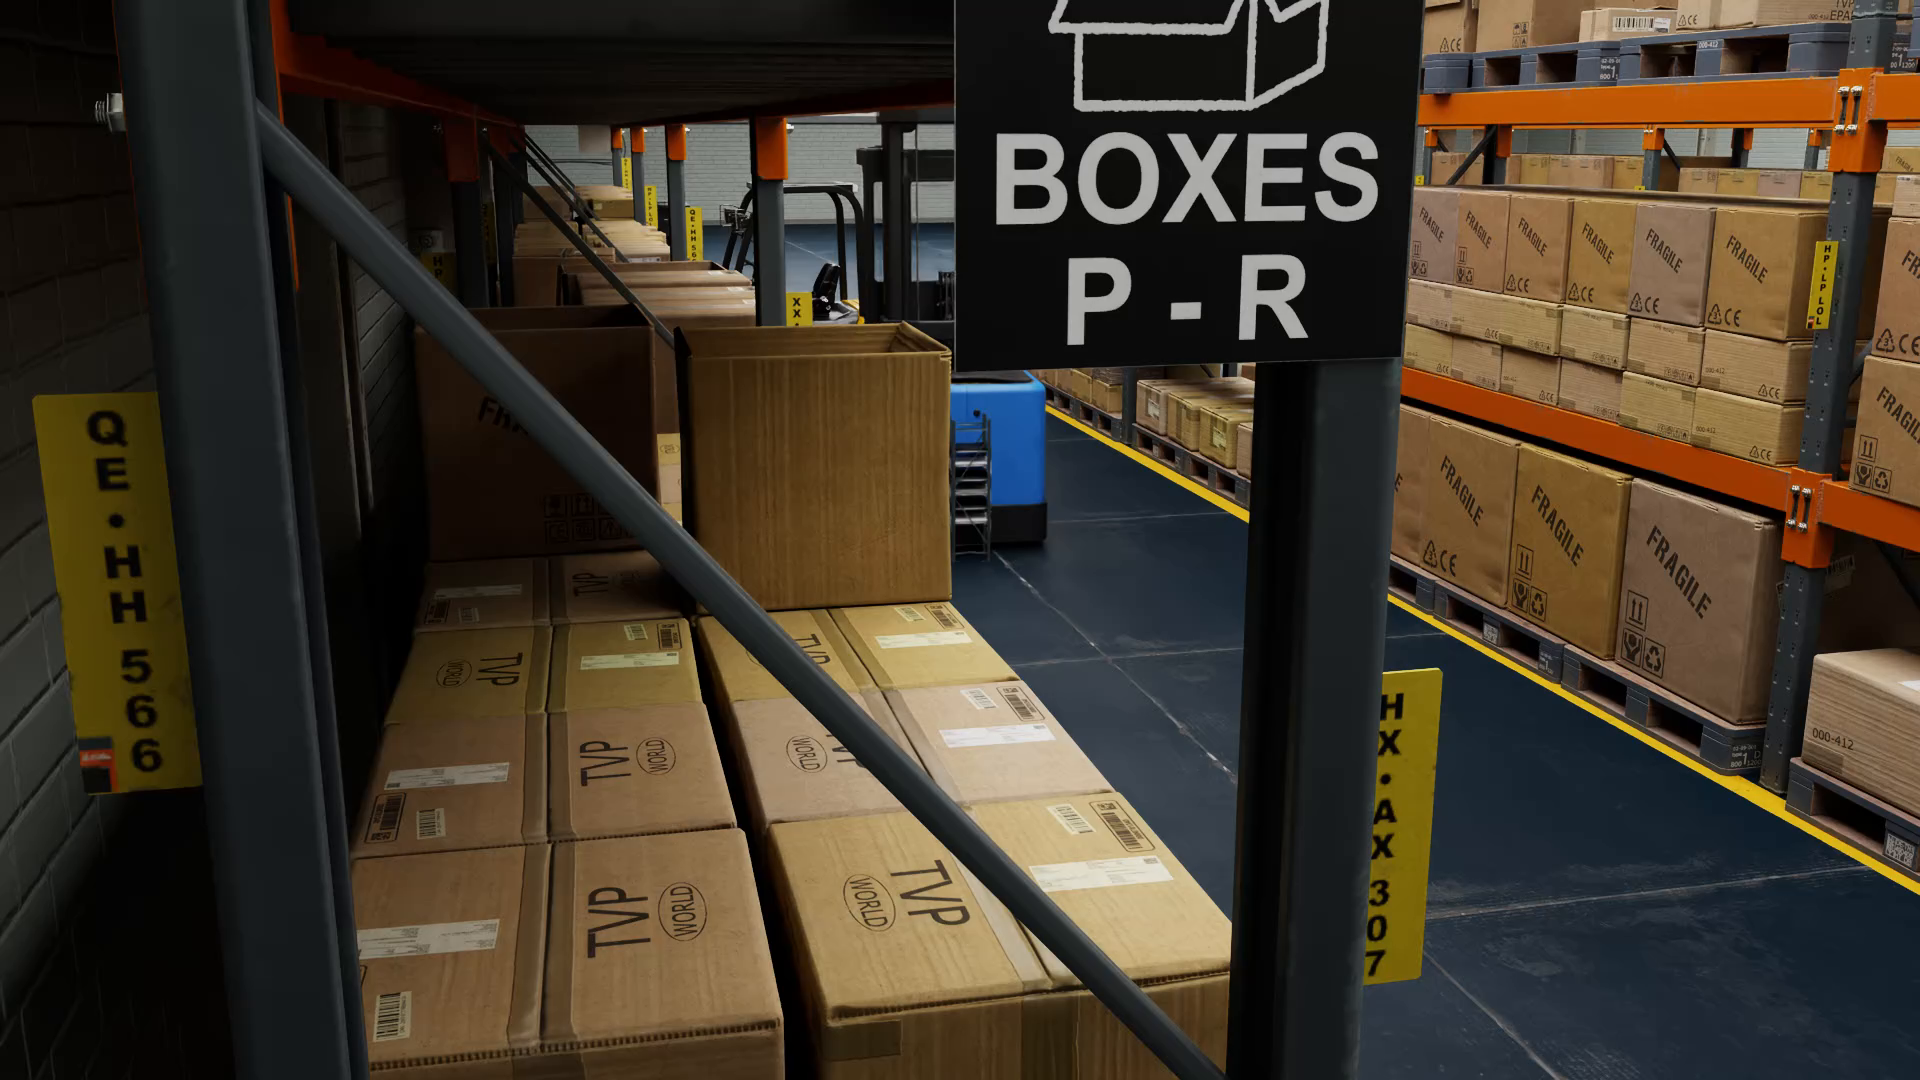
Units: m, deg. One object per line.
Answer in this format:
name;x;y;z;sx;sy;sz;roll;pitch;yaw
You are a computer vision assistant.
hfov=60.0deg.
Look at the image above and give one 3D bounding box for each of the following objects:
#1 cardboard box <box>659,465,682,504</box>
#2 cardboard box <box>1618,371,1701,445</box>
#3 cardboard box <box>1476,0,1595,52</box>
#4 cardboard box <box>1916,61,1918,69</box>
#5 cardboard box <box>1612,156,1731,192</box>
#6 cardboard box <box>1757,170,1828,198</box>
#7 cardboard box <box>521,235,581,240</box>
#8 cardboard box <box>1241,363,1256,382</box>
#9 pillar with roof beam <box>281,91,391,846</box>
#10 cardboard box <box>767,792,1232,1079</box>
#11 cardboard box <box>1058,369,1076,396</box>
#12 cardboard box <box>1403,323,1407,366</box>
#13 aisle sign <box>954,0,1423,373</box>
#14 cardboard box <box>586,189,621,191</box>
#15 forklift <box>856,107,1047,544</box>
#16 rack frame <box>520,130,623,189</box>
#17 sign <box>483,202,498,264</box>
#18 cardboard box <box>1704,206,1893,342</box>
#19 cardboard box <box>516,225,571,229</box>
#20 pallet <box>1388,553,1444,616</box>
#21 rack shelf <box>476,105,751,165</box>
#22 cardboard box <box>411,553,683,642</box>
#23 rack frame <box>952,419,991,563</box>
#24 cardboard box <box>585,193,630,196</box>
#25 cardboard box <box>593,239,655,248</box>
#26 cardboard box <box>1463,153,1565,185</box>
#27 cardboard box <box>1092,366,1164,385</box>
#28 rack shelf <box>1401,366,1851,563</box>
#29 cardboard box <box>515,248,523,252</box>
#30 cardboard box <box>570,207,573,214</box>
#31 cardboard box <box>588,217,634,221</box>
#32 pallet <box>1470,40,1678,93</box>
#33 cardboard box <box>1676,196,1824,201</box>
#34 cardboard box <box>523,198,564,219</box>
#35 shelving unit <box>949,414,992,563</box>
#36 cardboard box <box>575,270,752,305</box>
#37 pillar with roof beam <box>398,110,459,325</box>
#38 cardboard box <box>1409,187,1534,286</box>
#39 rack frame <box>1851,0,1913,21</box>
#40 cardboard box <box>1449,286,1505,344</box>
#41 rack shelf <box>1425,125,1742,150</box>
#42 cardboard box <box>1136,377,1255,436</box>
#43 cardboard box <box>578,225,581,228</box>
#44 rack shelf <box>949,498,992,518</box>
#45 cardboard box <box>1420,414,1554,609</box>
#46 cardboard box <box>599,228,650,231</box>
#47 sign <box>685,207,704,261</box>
cardboard box;-0.565;-0.041;4.464;0.500;0.250;0.500;-3;14;-13
cardboard box;3.301;-0.600;7.378;0.500;0.250;0.500;-3;14;-14
cardboard box;3.248;-2.880;8.980;0.700;0.500;0.500;-4;14;-16
cardboard box;7.082;-3.578;12.026;0.500;0.311;0.500;-3;14;-13
cardboard box;6.626;-3.295;15.502;0.875;0.550;0.550;-3;14;-13
cardboard box;7.043;-2.795;13.731;0.700;0.500;0.500;-3;14;-13
cardboard box;-2.646;-1.891;10.771;0.380;0.149;0.250;-3;14;-12
cardboard box;2.962;-1.421;15.685;0.500;0.500;0.500;7;15;26
pillar with roof beam;2.418;-3.131;4.784;9.100;9.000;0.400;-3;14;-13
cardboard box;0.041;0.543;2.072;0.500;0.250;0.500;-3;14;-13
cardboard box;1.242;-1.541;15.822;0.500;0.250;0.500;-3;14;-12
cardboard box;2.701;-1.189;9.788;0.500;0.250;0.500;-4;14;-14
aisle sign;0.187;-0.529;1.294;0.394;0.787;0.004;-3;14;-13
cardboard box;-3.252;-3.164;15.354;0.380;0.149;0.250;-3;14;-12
forklift;-0.141;-1.689;11.666;1.130;2.935;3.031;-2;14;-7
rack frame;-3.872;-2.956;16.708;1.000;3.000;0.127;-3;14;-13
sign;-2.532;-1.642;8.886;0.100;0.325;0.005;-3;14;-13
cardboard box;3.421;-1.089;6.747;0.500;0.500;0.500;-3;14;-11
cardboard box;-2.989;-2.182;11.960;0.380;0.149;0.250;-3;14;-13
pallet;2.943;0.152;9.859;1.003;0.211;1.213;-3;14;-13
rack shelf;-1.523;-1.757;6.995;1.077;0.370;4.000;-3;14;-13
cardboard box;-0.834;0.218;3.405;0.500;0.250;0.500;-3;14;-13
rack frame;0.070;-0.296;10.244;0.240;0.900;0.006;-2;14;-7
cardboard box;-2.985;-2.869;14.146;0.380;0.149;0.250;-4;14;-14
cardboard box;-2.093;-1.800;10.396;0.380;0.149;0.250;-3;14;-13
cardboard box;6.008;-3.921;18.065;0.875;0.550;0.550;-3;14;-13
cardboard box;1.492;-1.665;14.752;0.500;0.500;0.500;-3;14;-14
rack shelf;3.301;-0.578;8.486;1.077;0.370;4.000;-3;14;-13
cardboard box;-2.436;-1.592;9.547;0.380;0.149;0.250;-3;14;-12
cardboard box;-3.872;-3.115;15.780;0.380;0.149;0.250;-4;14;-14
cardboard box;-2.752;-2.485;13.203;0.380;0.149;0.250;-4;14;-14
pallet;3.299;-2.350;8.305;1.003;0.211;1.213;-3;14;-11
cardboard box;3.685;-1.349;7.811;0.500;0.500;0.500;-4;14;-15
cardboard box;-3.301;-2.599;13.039;0.380;0.149;0.250;-3;14;-13
shelving unit;0.057;-0.320;10.342;0.258;0.900;0.210;-2;14;-7
cardboard box;-1.256;-0.865;7.053;0.700;0.500;0.500;-3;14;-13
pillar with roof beam;1.009;-4.516;10.449;9.100;9.000;0.400;-3;14;-13
cardboard box;2.835;-1.681;9.171;0.500;0.500;0.500;-3;14;-13
rack frame;3.770;-3.380;5.801;1.000;3.000;0.127;-3;14;-13
cardboard box;2.935;-1.193;8.752;0.500;0.250;0.500;-3;14;-13
rack shelf;6.210;-4.179;16.909;1.077;0.370;4.000;-3;14;-13
cardboard box;2.017;-1.118;13.834;0.950;0.372;0.625;-3;14;-12
cardboard box;-3.139;-2.552;14.843;0.500;0.500;0.500;-3;14;-13
rack shelf;0.057;-0.201;10.372;0.258;0.077;0.200;-2;14;-7
cardboard box;3.118;-0.190;8.978;0.875;0.875;0.875;-3;14;-13
cardboard box;-2.361;-2.096;11.608;0.380;0.149;0.250;-4;14;-15
sign;-1.468;-1.667;9.158;0.100;0.325;0.005;-3;14;-13
